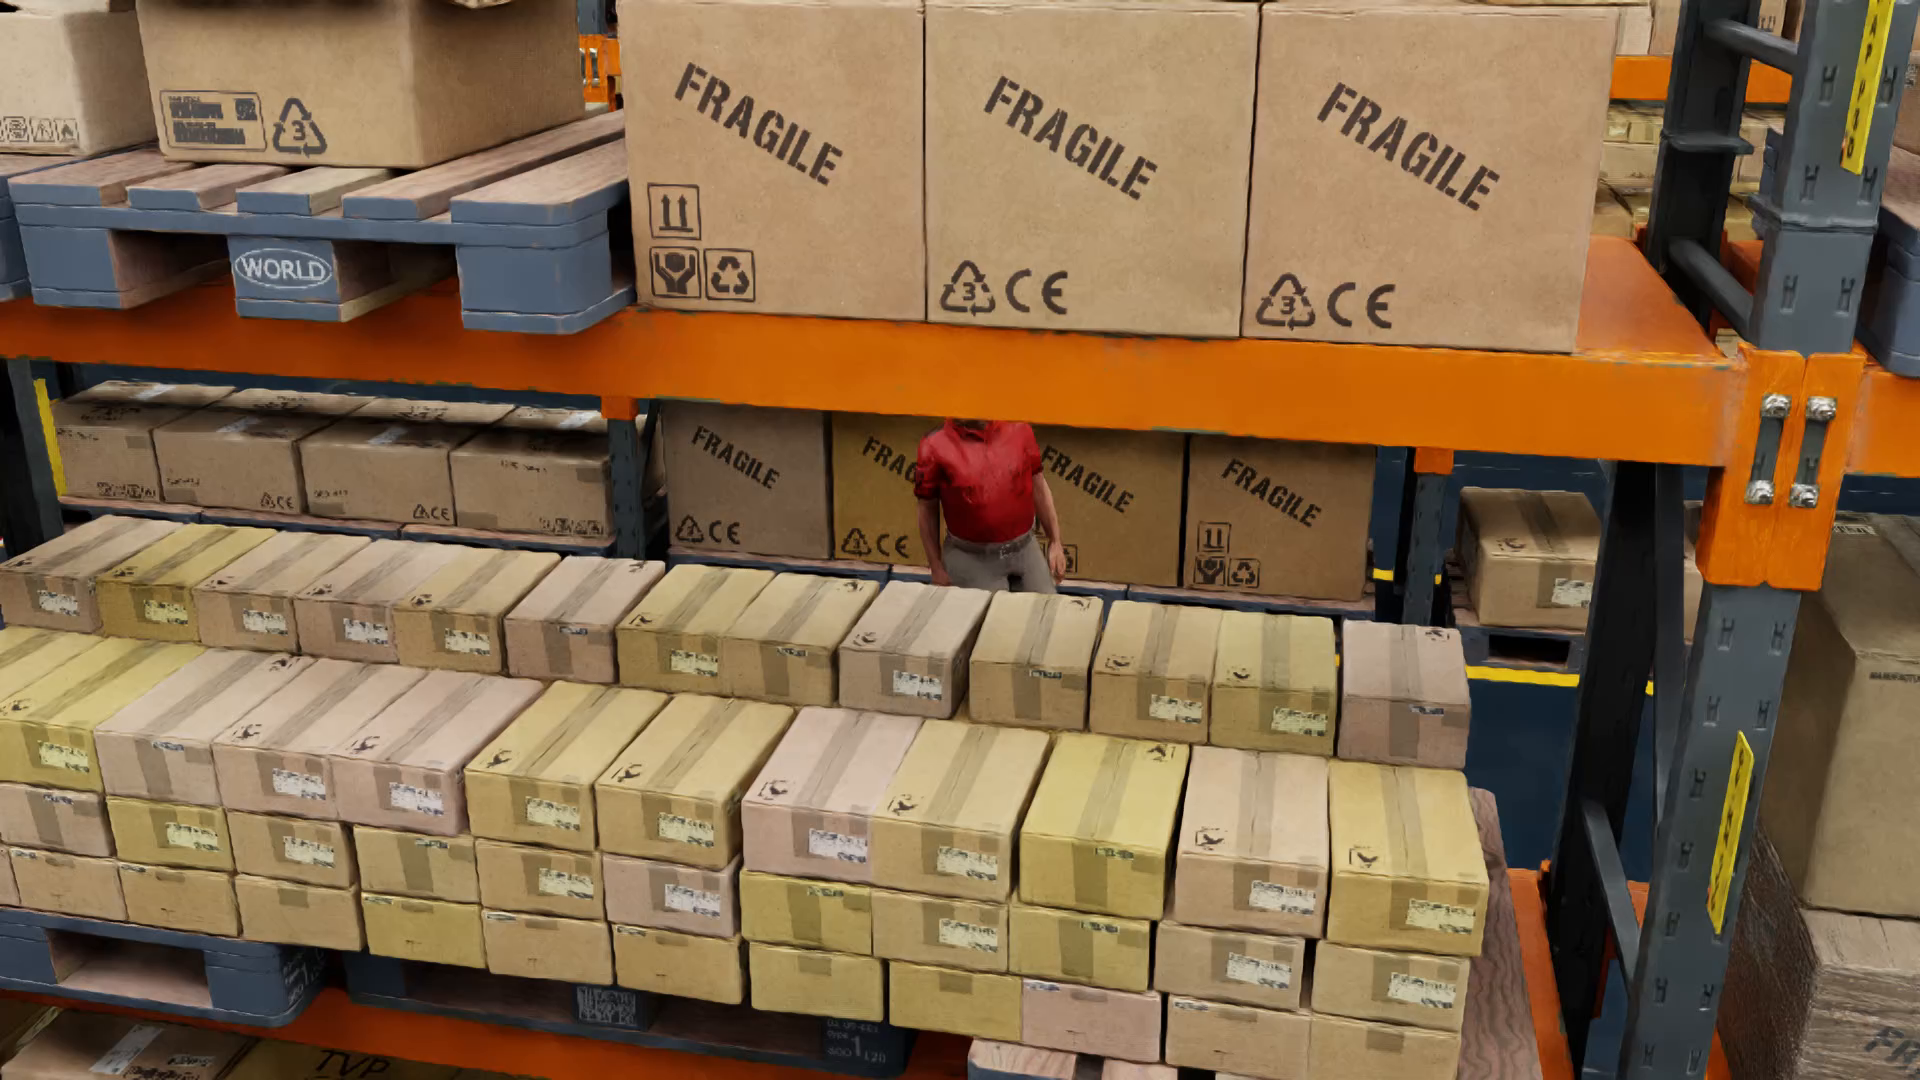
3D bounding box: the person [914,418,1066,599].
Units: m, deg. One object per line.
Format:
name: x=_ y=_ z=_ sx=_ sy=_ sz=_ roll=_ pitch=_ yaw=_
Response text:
person: x=0.124 y=0.066 z=6.974 sx=0.606 sy=1.688 sz=0.715 roll=-11 pitch=24 yaw=-26
